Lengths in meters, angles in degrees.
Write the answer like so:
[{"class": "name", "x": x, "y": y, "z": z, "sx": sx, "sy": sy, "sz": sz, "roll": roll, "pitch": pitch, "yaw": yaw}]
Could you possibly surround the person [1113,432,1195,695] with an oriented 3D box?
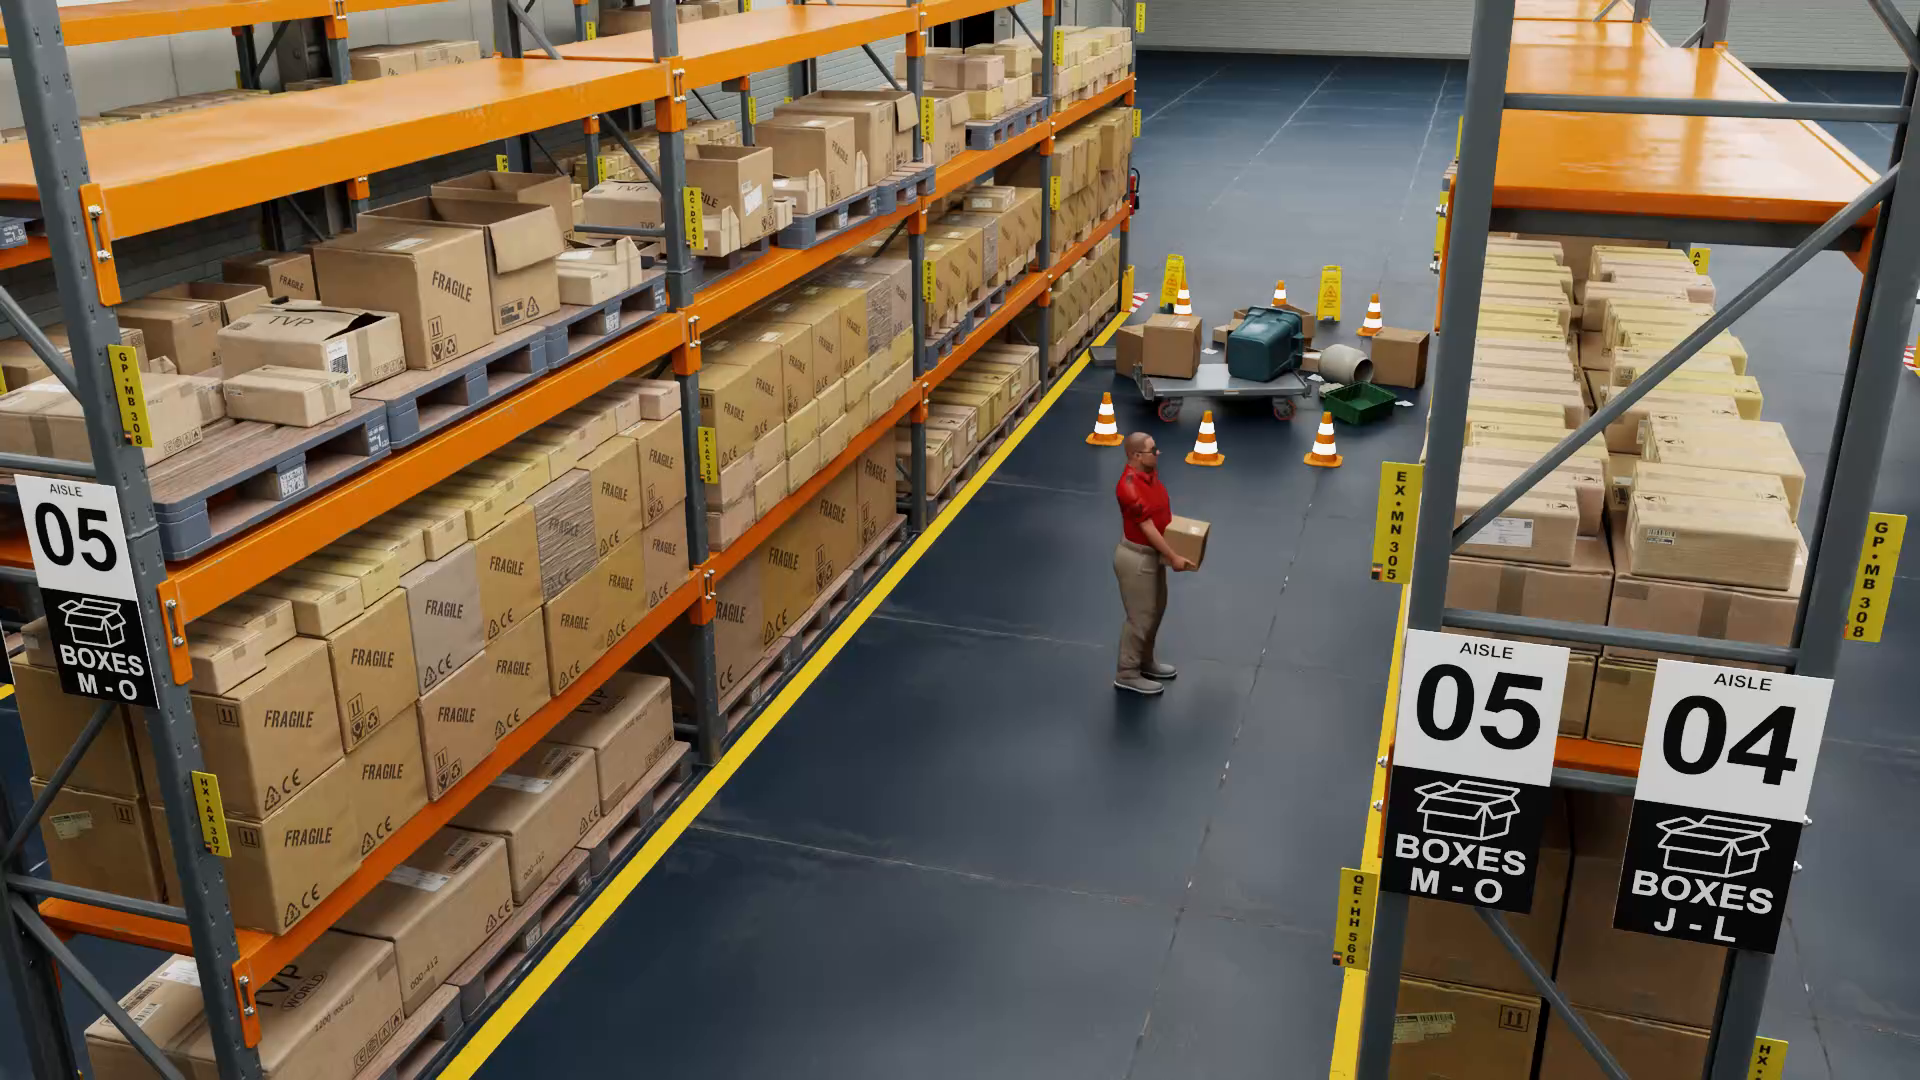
[{"class": "person", "x": 1.279, "y": 0.140, "z": 10.777, "sx": 0.538, "sy": 1.718, "sz": 0.494, "roll": 7, "pitch": 23, "yaw": 17}]
